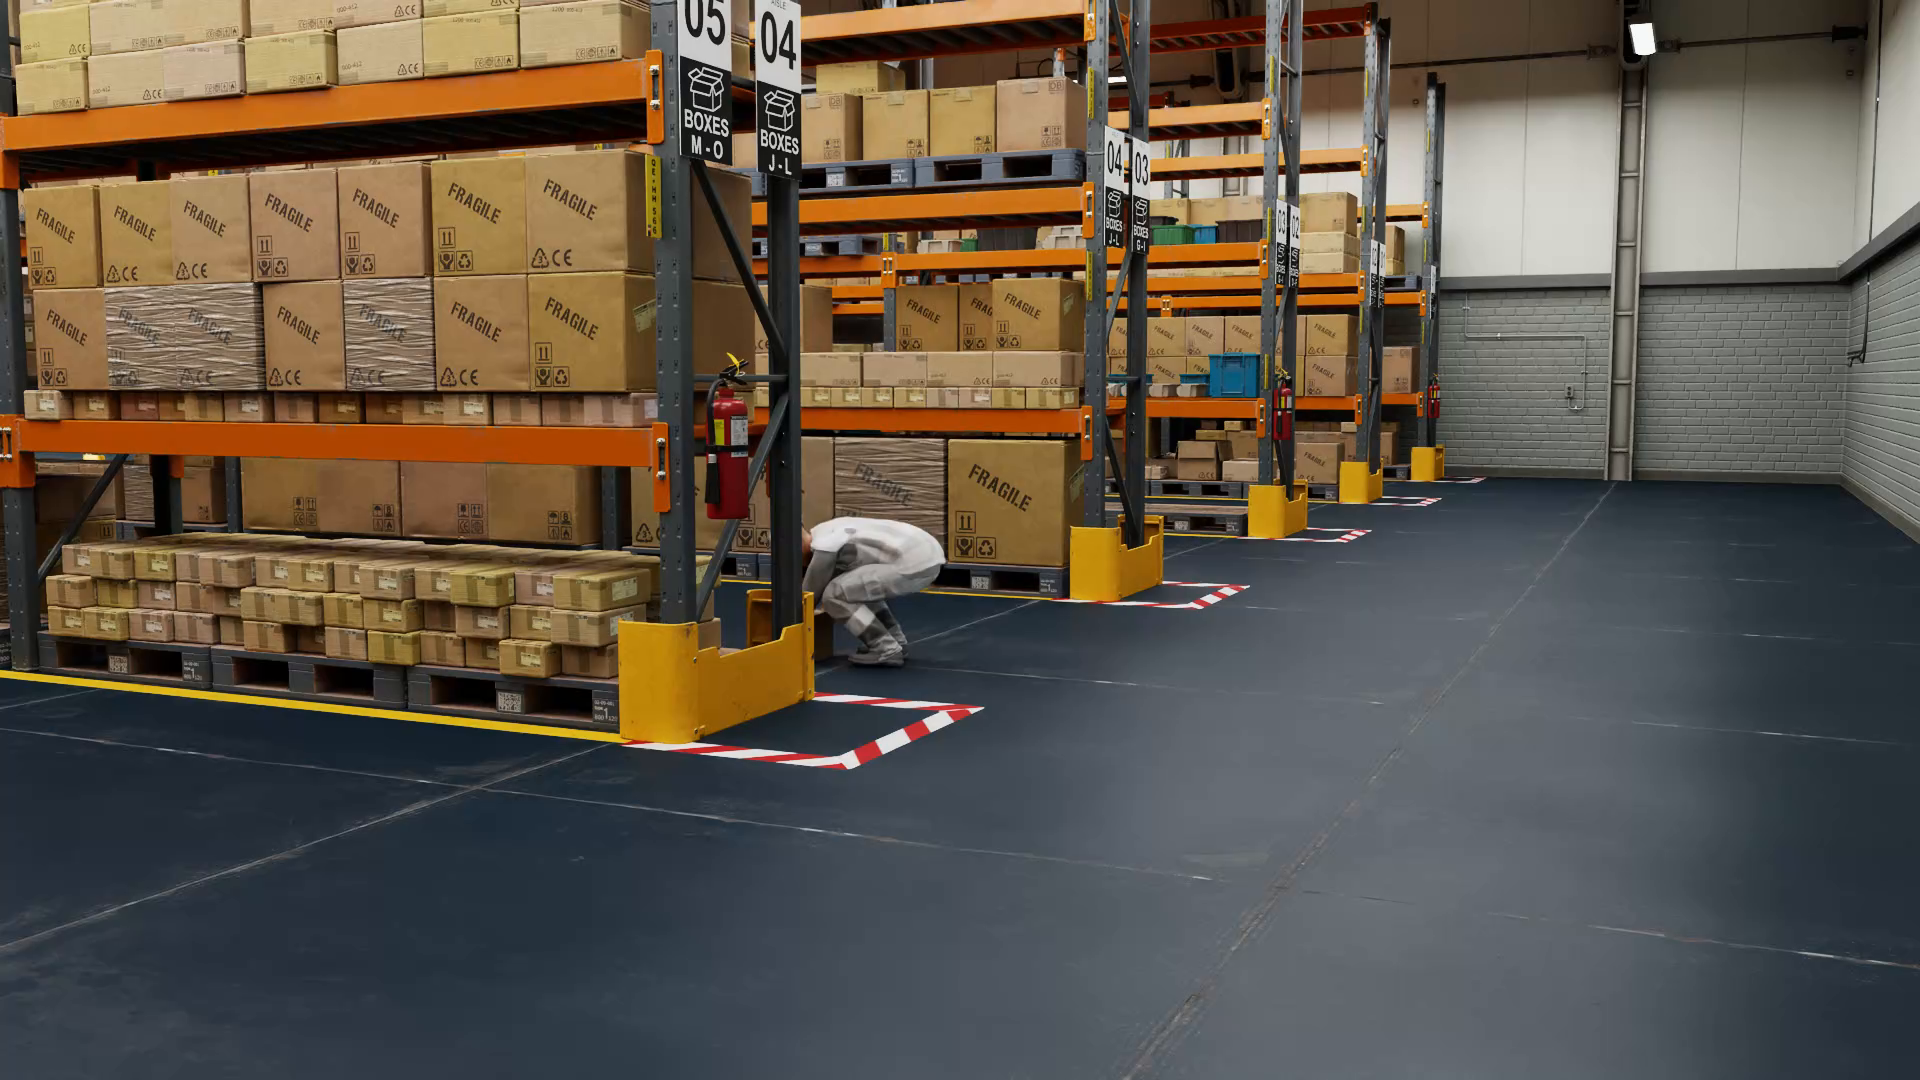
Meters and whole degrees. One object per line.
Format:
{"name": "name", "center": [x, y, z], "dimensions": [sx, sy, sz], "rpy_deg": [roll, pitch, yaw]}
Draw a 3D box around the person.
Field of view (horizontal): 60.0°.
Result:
{"name": "person", "center": [-0.562, 0.278, 8.897], "dimensions": [0.959, 0.799, 0.517], "rpy_deg": [2, 6, 15]}
